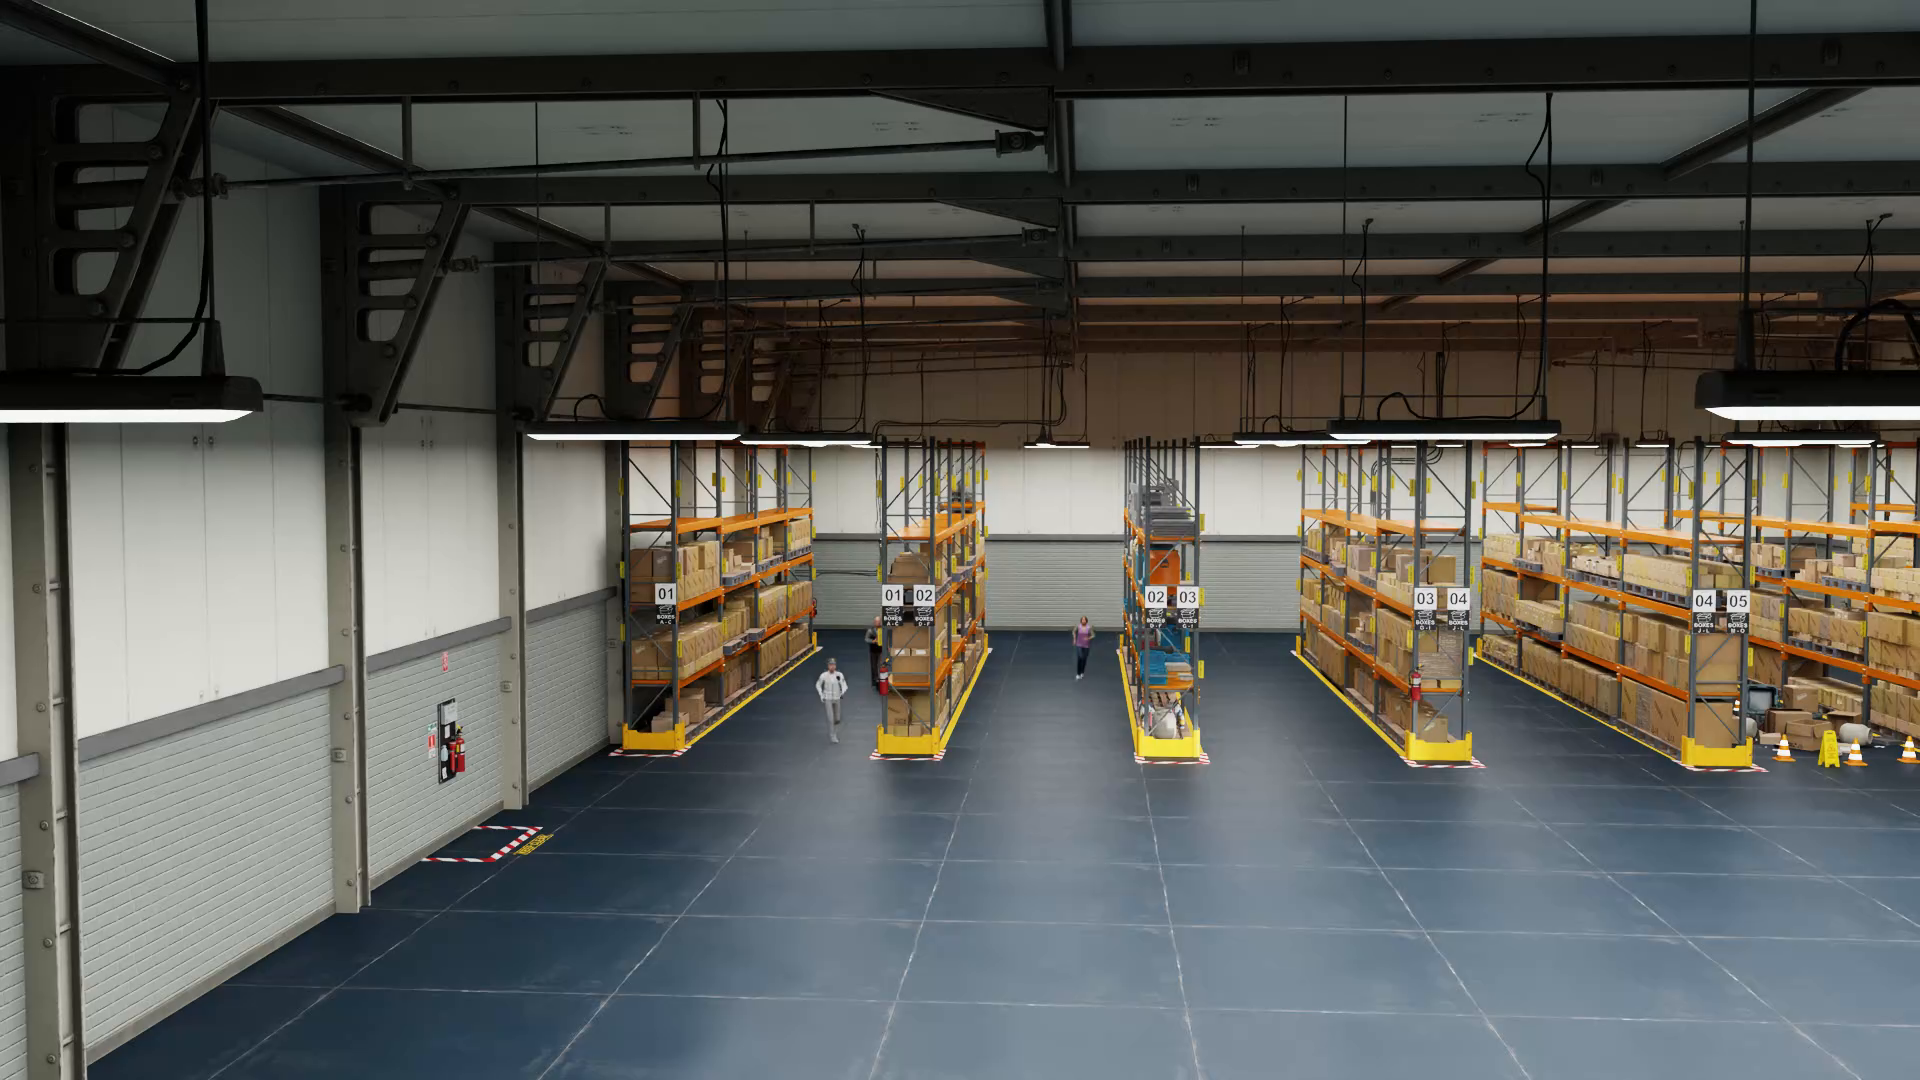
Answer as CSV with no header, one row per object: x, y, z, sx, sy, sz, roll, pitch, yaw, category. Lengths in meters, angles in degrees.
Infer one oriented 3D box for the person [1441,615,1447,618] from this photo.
13.232,2.392,46.339,0.718,1.717,0.598,2,4,36,person

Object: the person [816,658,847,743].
-2.527,3.137,32.765,0.613,1.659,0.659,-1,3,-14,person

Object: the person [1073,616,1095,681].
3.107,2.701,41.674,0.542,1.633,0.663,0,3,1,person

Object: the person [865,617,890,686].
-1.966,2.707,39.762,0.645,1.732,0.948,0,3,-8,person
